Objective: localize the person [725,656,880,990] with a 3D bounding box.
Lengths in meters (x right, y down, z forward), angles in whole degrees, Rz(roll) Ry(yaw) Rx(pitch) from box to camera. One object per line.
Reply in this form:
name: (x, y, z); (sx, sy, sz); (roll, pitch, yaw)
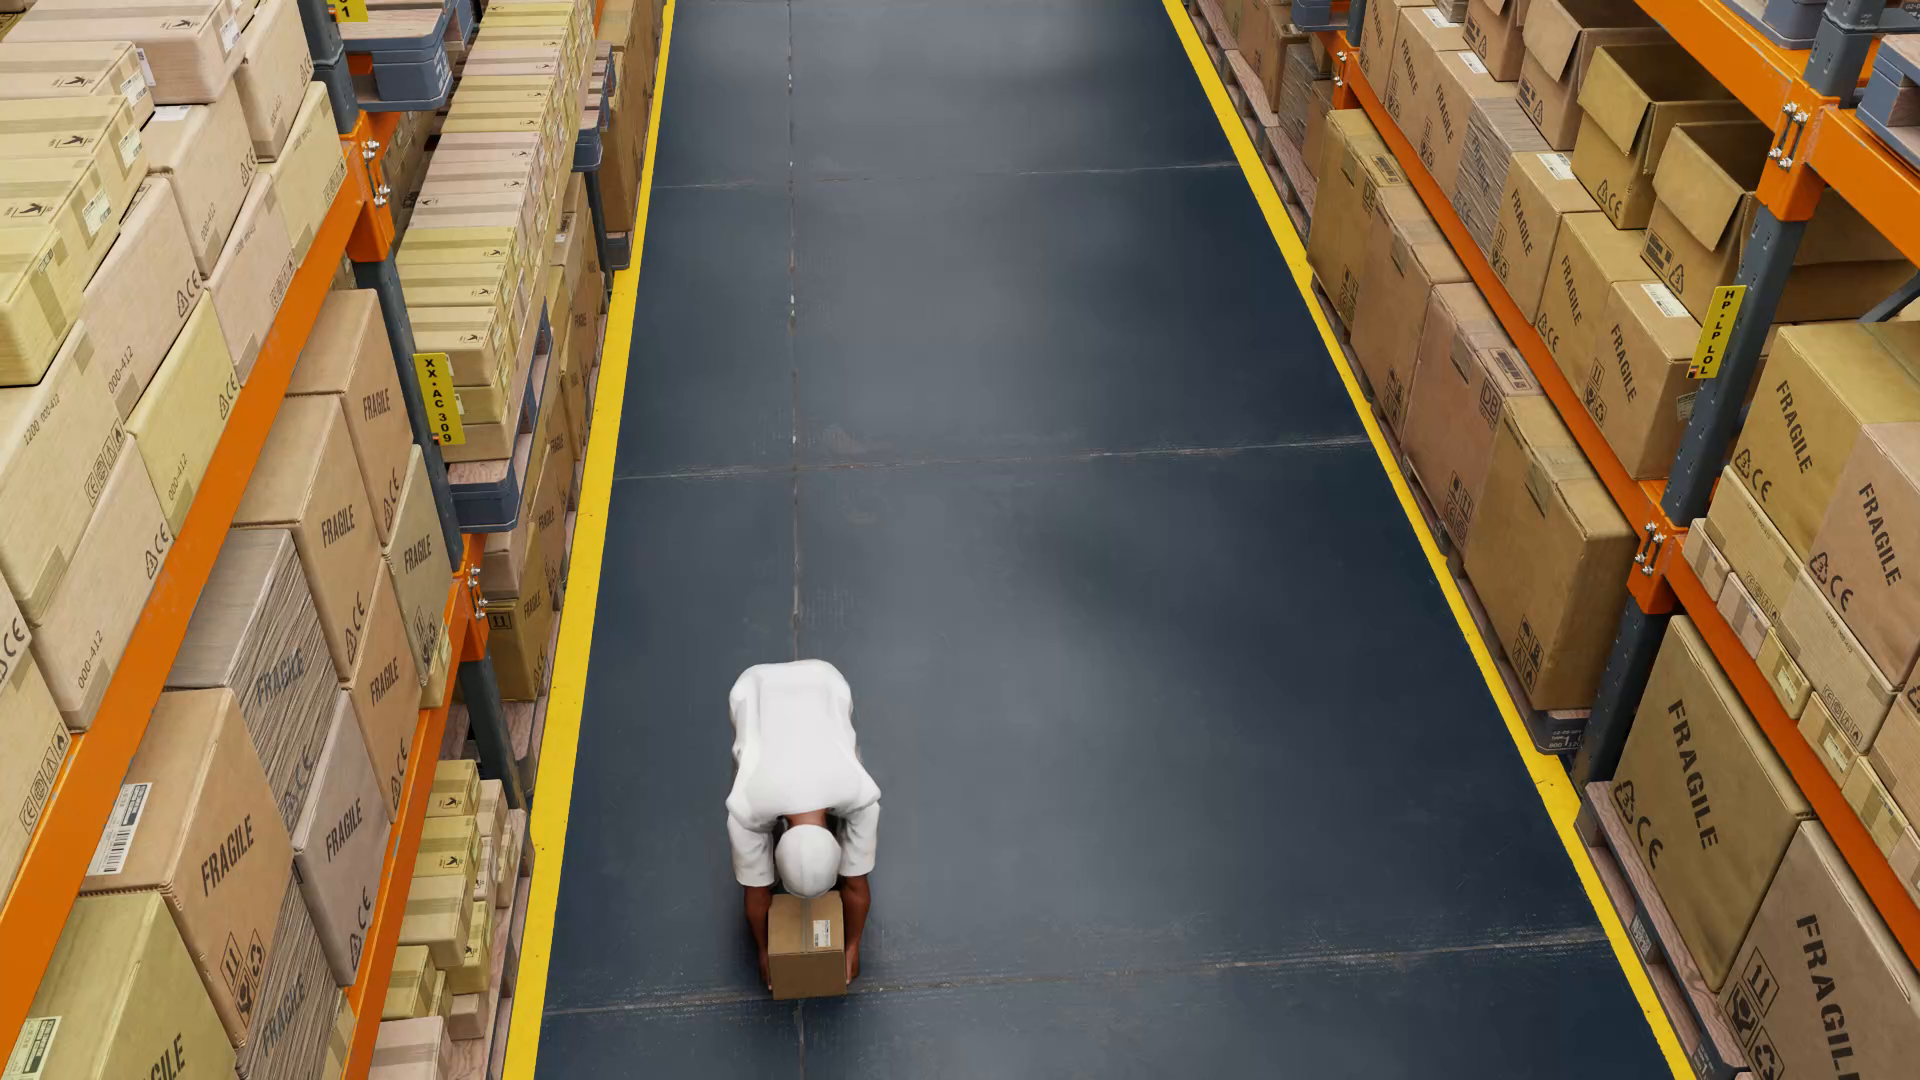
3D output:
person: (-0.535, 0.947, 5.698); (0.515, 0.874, 0.980); (-4, 39, -6)
